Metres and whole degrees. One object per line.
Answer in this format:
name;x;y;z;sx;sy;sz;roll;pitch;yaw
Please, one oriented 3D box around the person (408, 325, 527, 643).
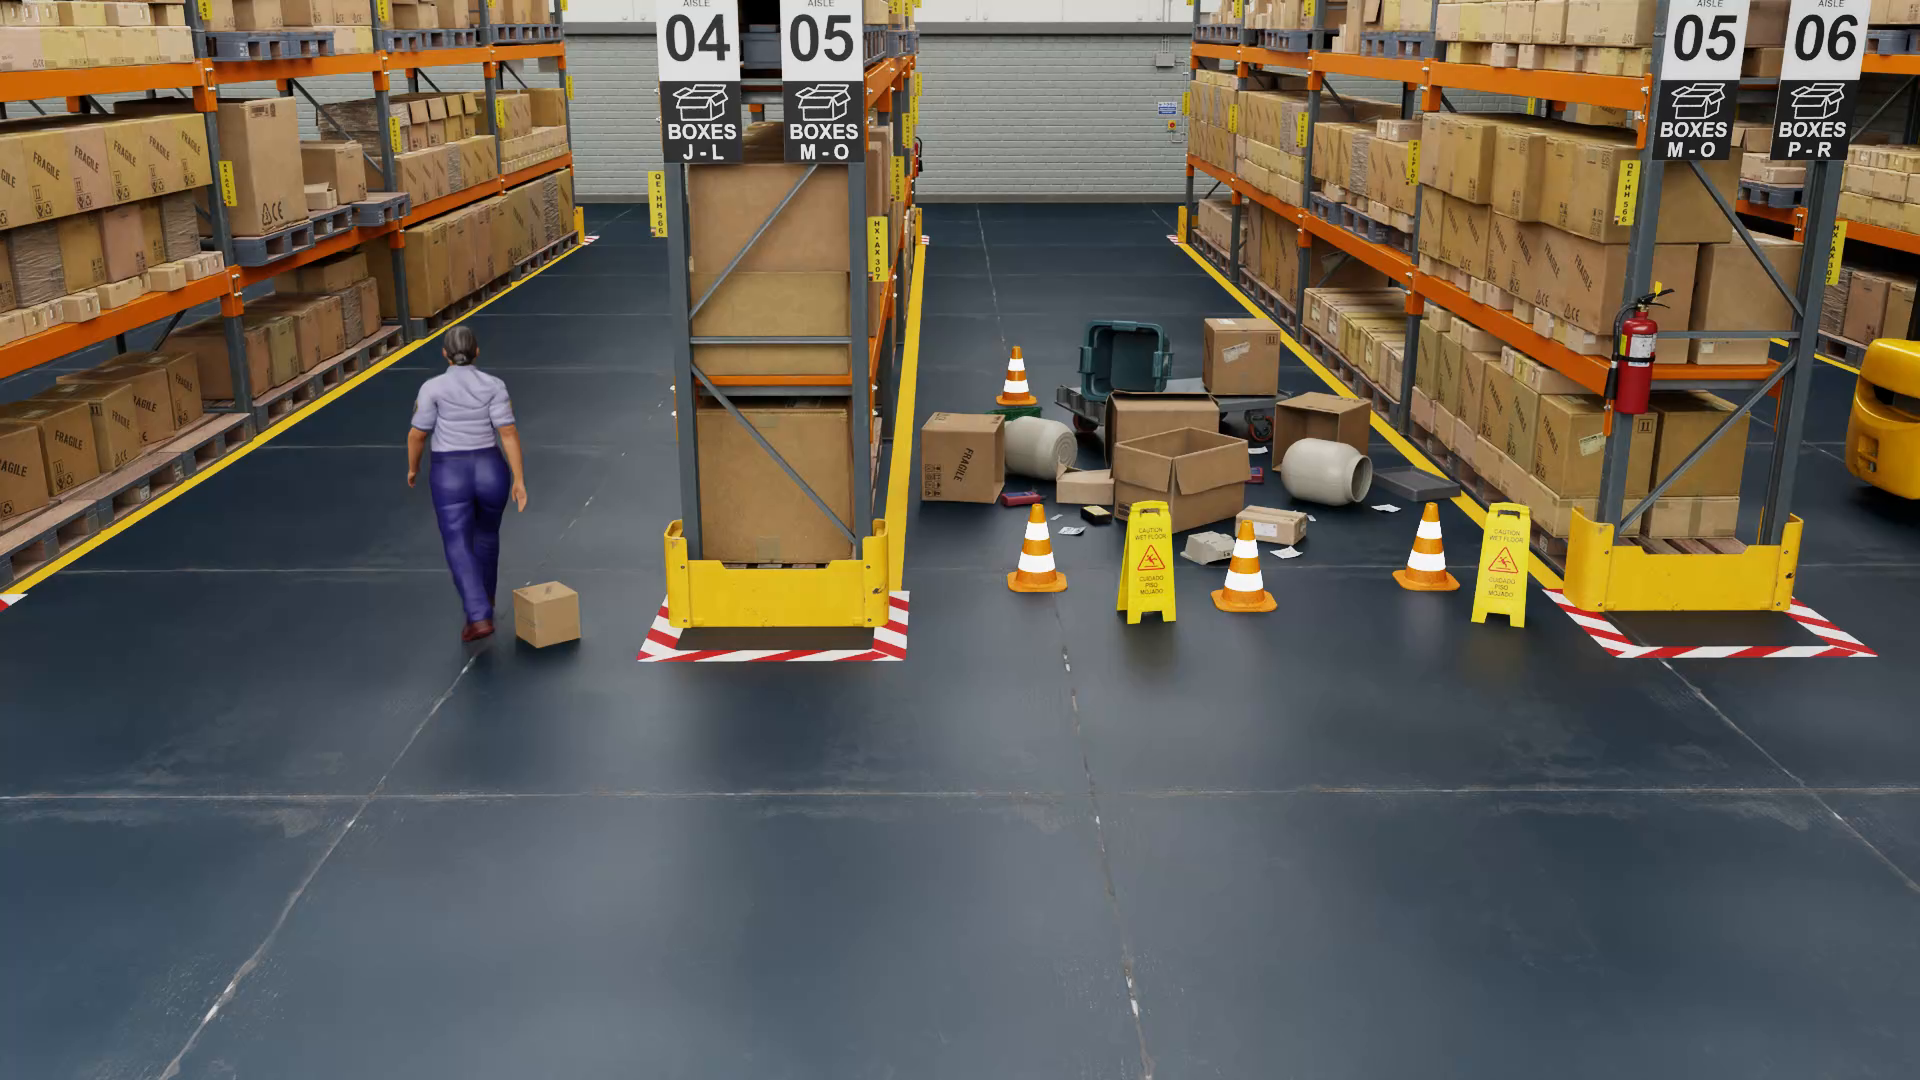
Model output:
person;-2.539;-0.311;8.589;0.526;1.587;1.068;-9;19;-27
